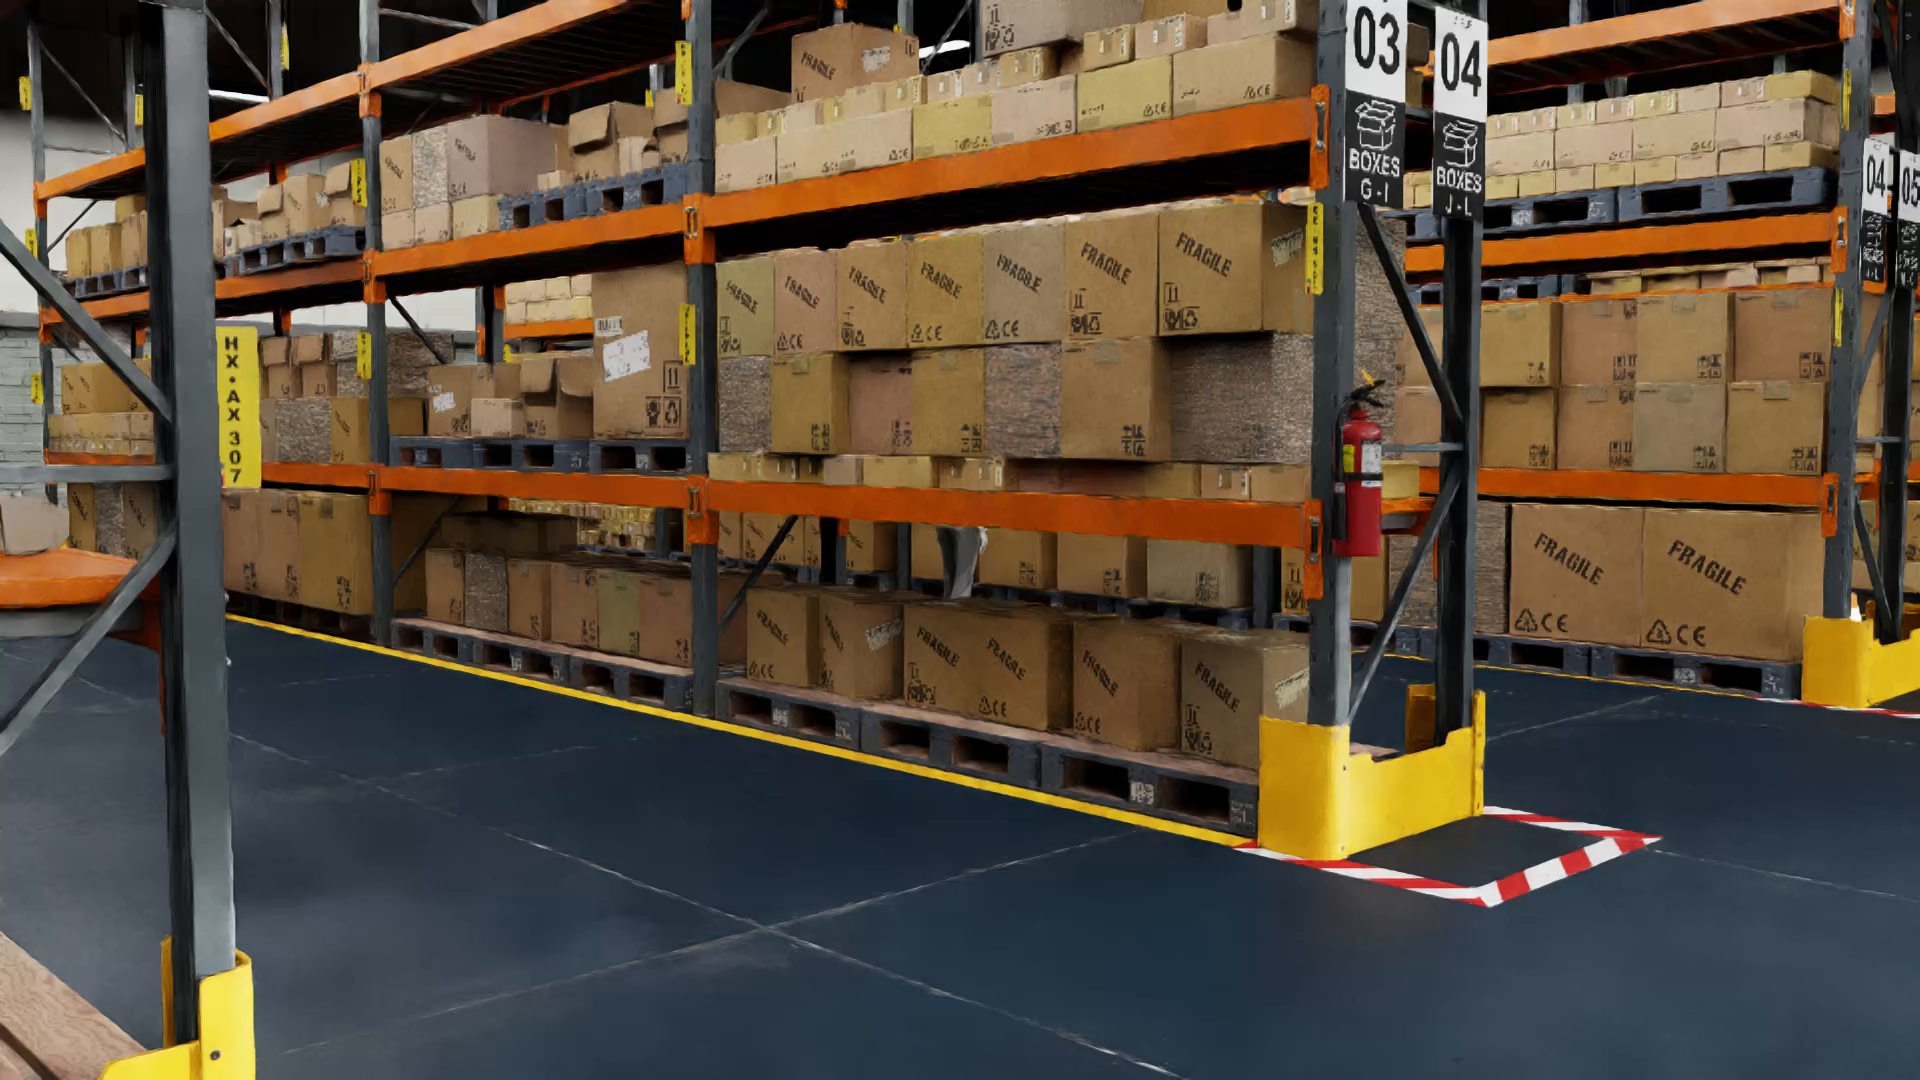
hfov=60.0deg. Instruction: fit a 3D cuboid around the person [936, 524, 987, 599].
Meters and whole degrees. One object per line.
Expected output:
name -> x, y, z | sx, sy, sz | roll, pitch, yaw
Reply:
person -> 0.043, -0.095, 11.967 | 0.404, 1.685, 0.569 | -4, 6, -43
